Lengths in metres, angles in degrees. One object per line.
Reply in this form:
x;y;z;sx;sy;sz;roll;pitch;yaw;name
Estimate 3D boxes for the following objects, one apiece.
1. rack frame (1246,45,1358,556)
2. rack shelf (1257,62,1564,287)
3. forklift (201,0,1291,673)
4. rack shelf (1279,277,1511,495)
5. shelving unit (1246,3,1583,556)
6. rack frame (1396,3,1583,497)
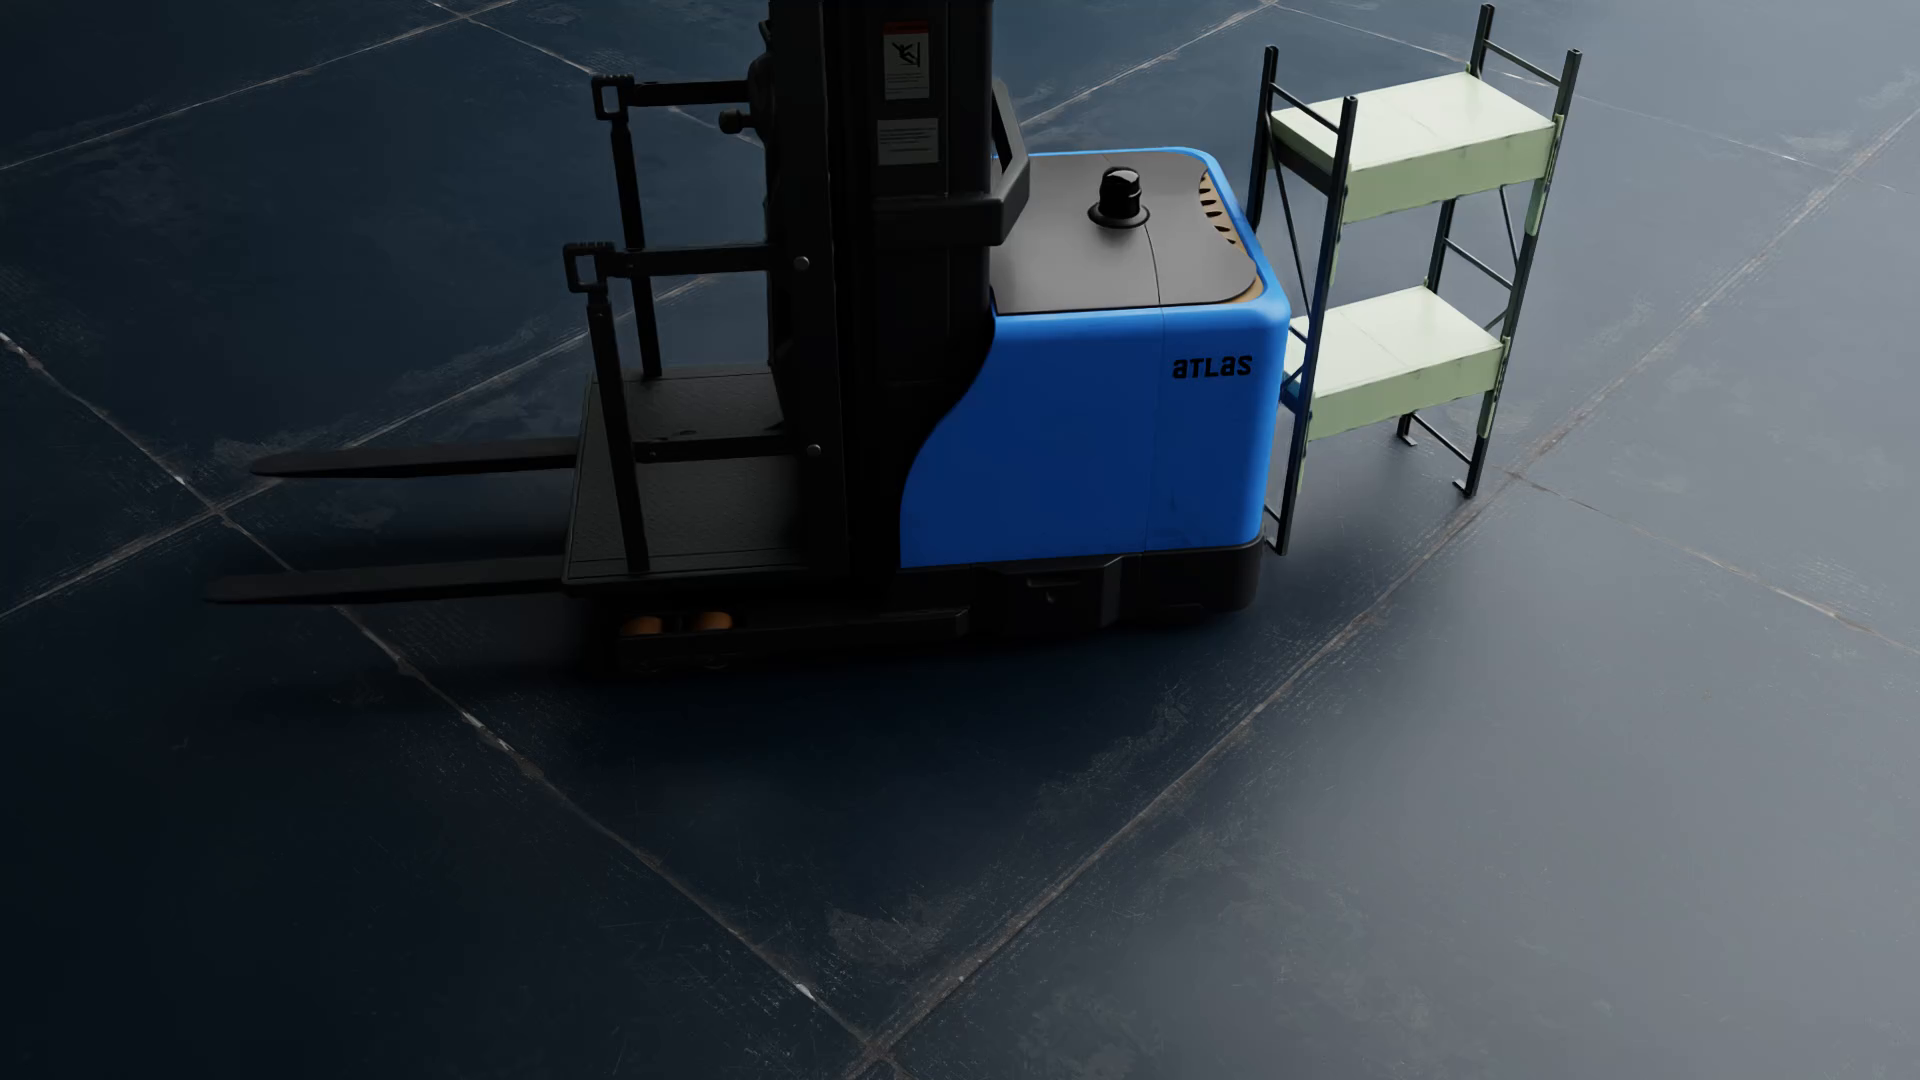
0.927;-0.651;4.864;0.023;1.500;0.400;-16;41;-19;rack frame
1.260;-1.052;4.741;0.720;0.370;0.431;-16;41;-19;rack shelf
-0.670;-1.112;4.293;3.031;2.935;1.130;-4;39;-5;forklift
1.260;-0.492;5.187;0.720;0.370;0.431;-16;41;-19;rack shelf
1.260;-0.747;4.984;0.755;1.500;0.431;-16;41;-19;shelving unit
1.592;-0.842;5.104;0.023;1.500;0.400;-16;41;-19;rack frame
